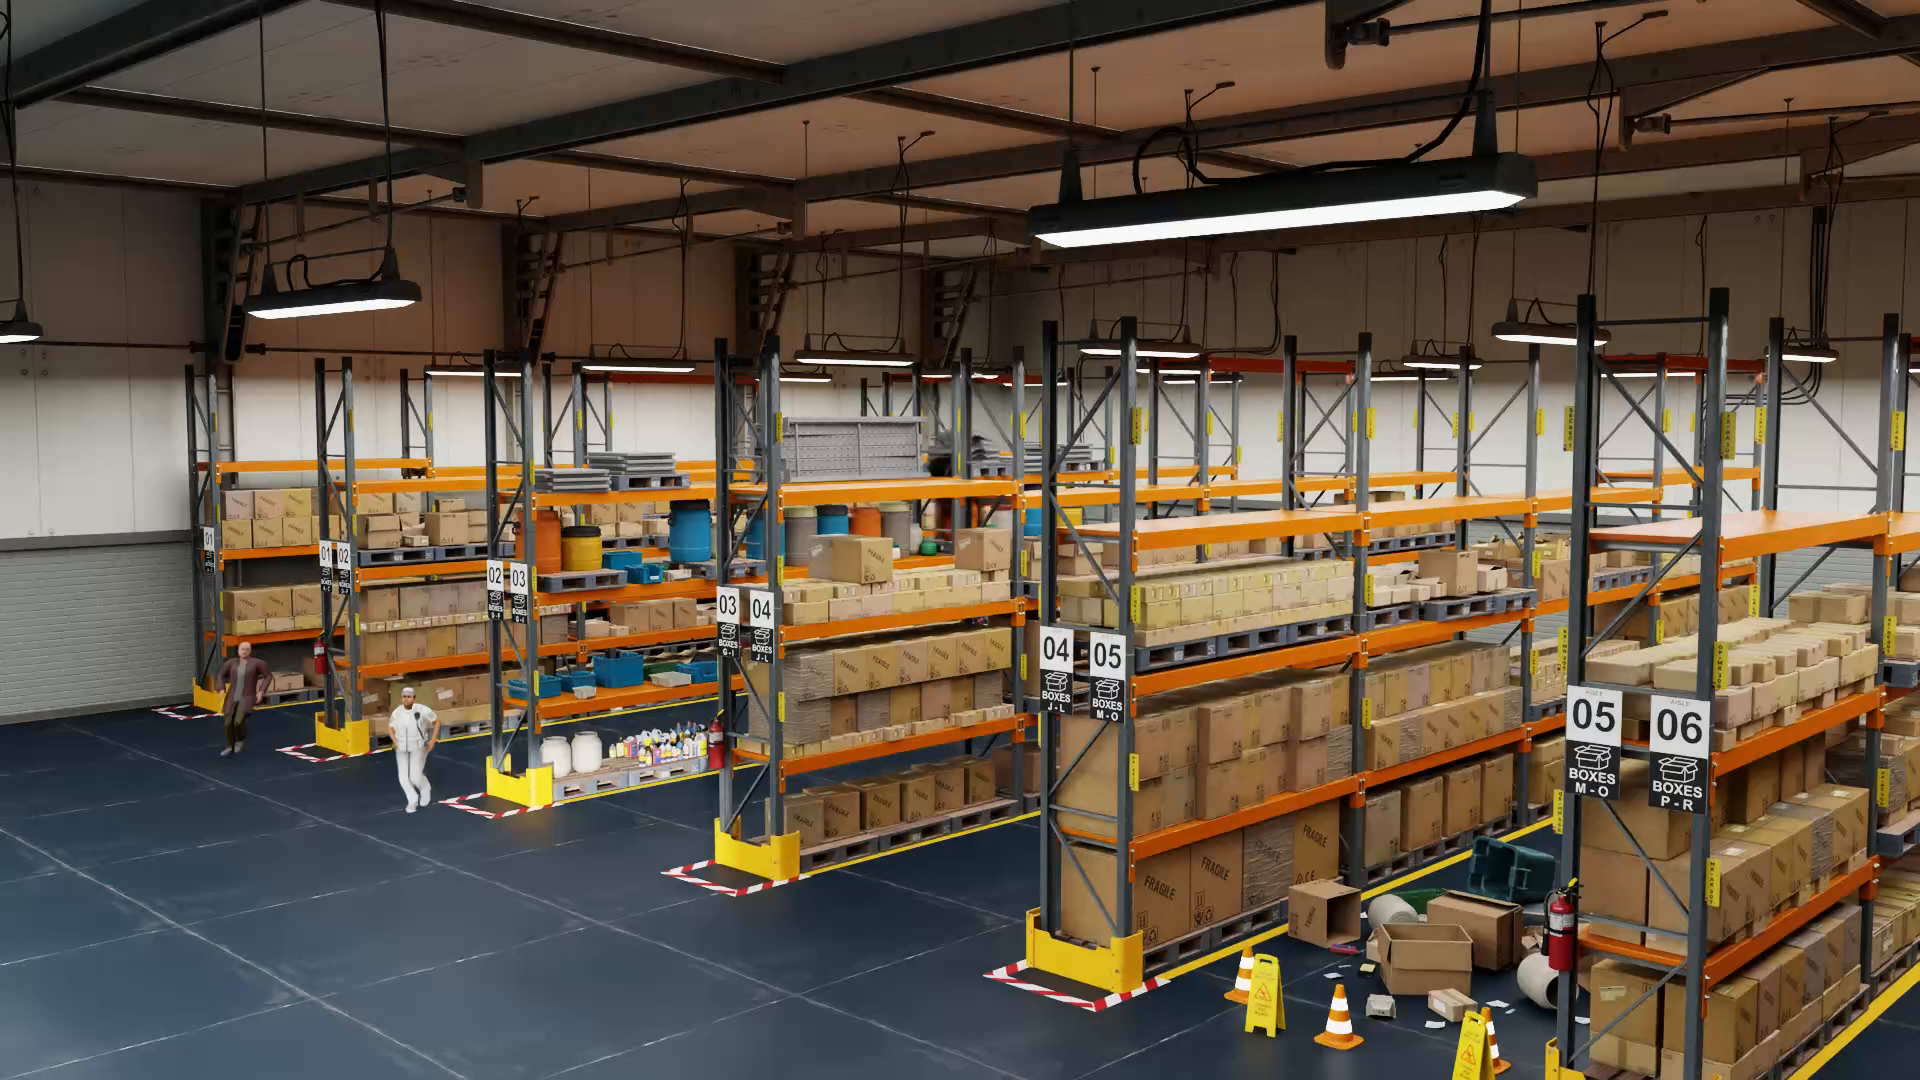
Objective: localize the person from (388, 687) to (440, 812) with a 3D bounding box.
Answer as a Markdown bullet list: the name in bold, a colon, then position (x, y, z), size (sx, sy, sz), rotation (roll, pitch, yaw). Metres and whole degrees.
- **person**: position (-7.086, 2.712, 21.494), size (0.631, 1.631, 0.539), rotation (0, 4, 0)

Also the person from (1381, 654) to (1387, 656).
- **person**: position (6.265, 2.480, 24.566), size (0.563, 1.609, 0.588), rotation (3, 5, 35)

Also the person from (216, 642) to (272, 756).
- **person**: position (-10.802, 2.495, 25.023), size (0.773, 1.513, 0.576), rotation (0, 4, -3)

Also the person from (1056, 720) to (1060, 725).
- **person**: position (1.641, 2.387, 25.505), size (0.693, 1.689, 0.776), rotation (4, 6, 40)
